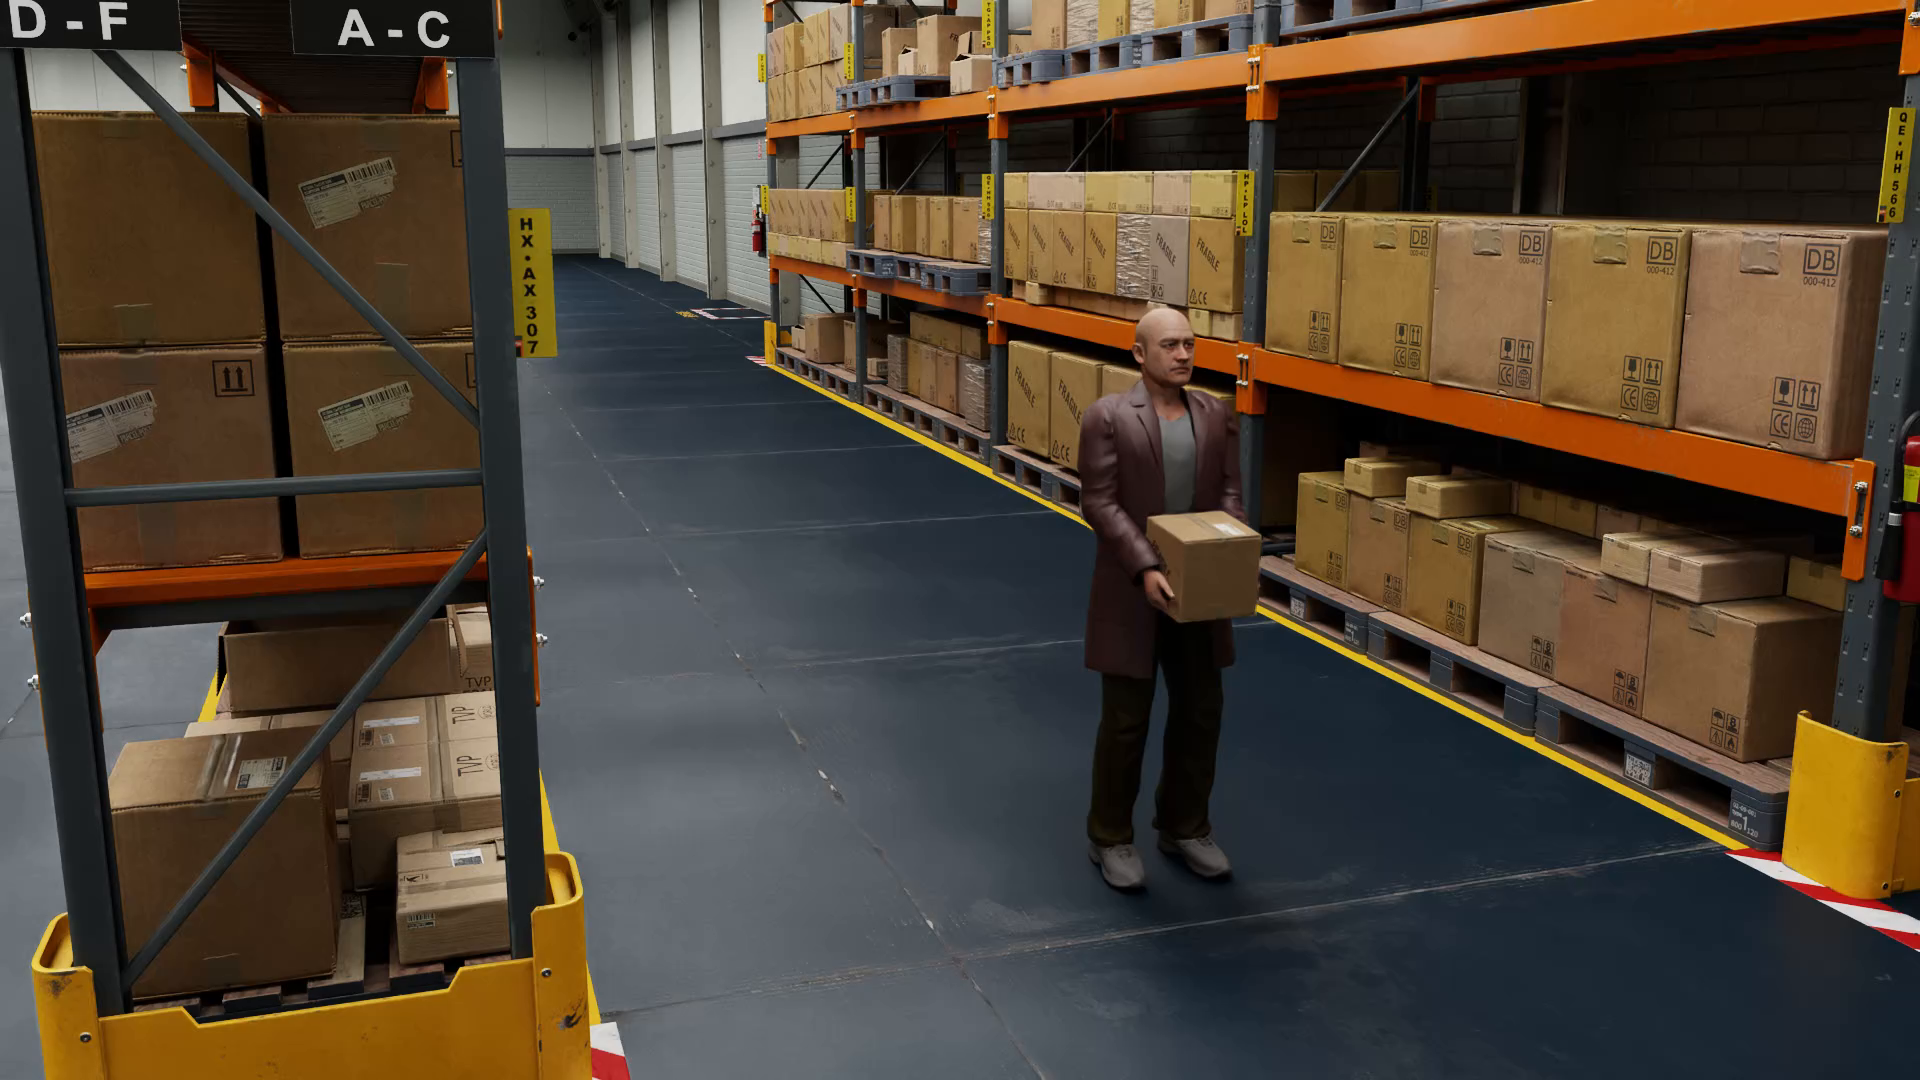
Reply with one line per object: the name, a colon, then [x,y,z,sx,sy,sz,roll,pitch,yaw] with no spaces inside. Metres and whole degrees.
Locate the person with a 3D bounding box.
person: [0.657,0.193,5.097,0.542,1.779,0.541,-4,13,-18]
